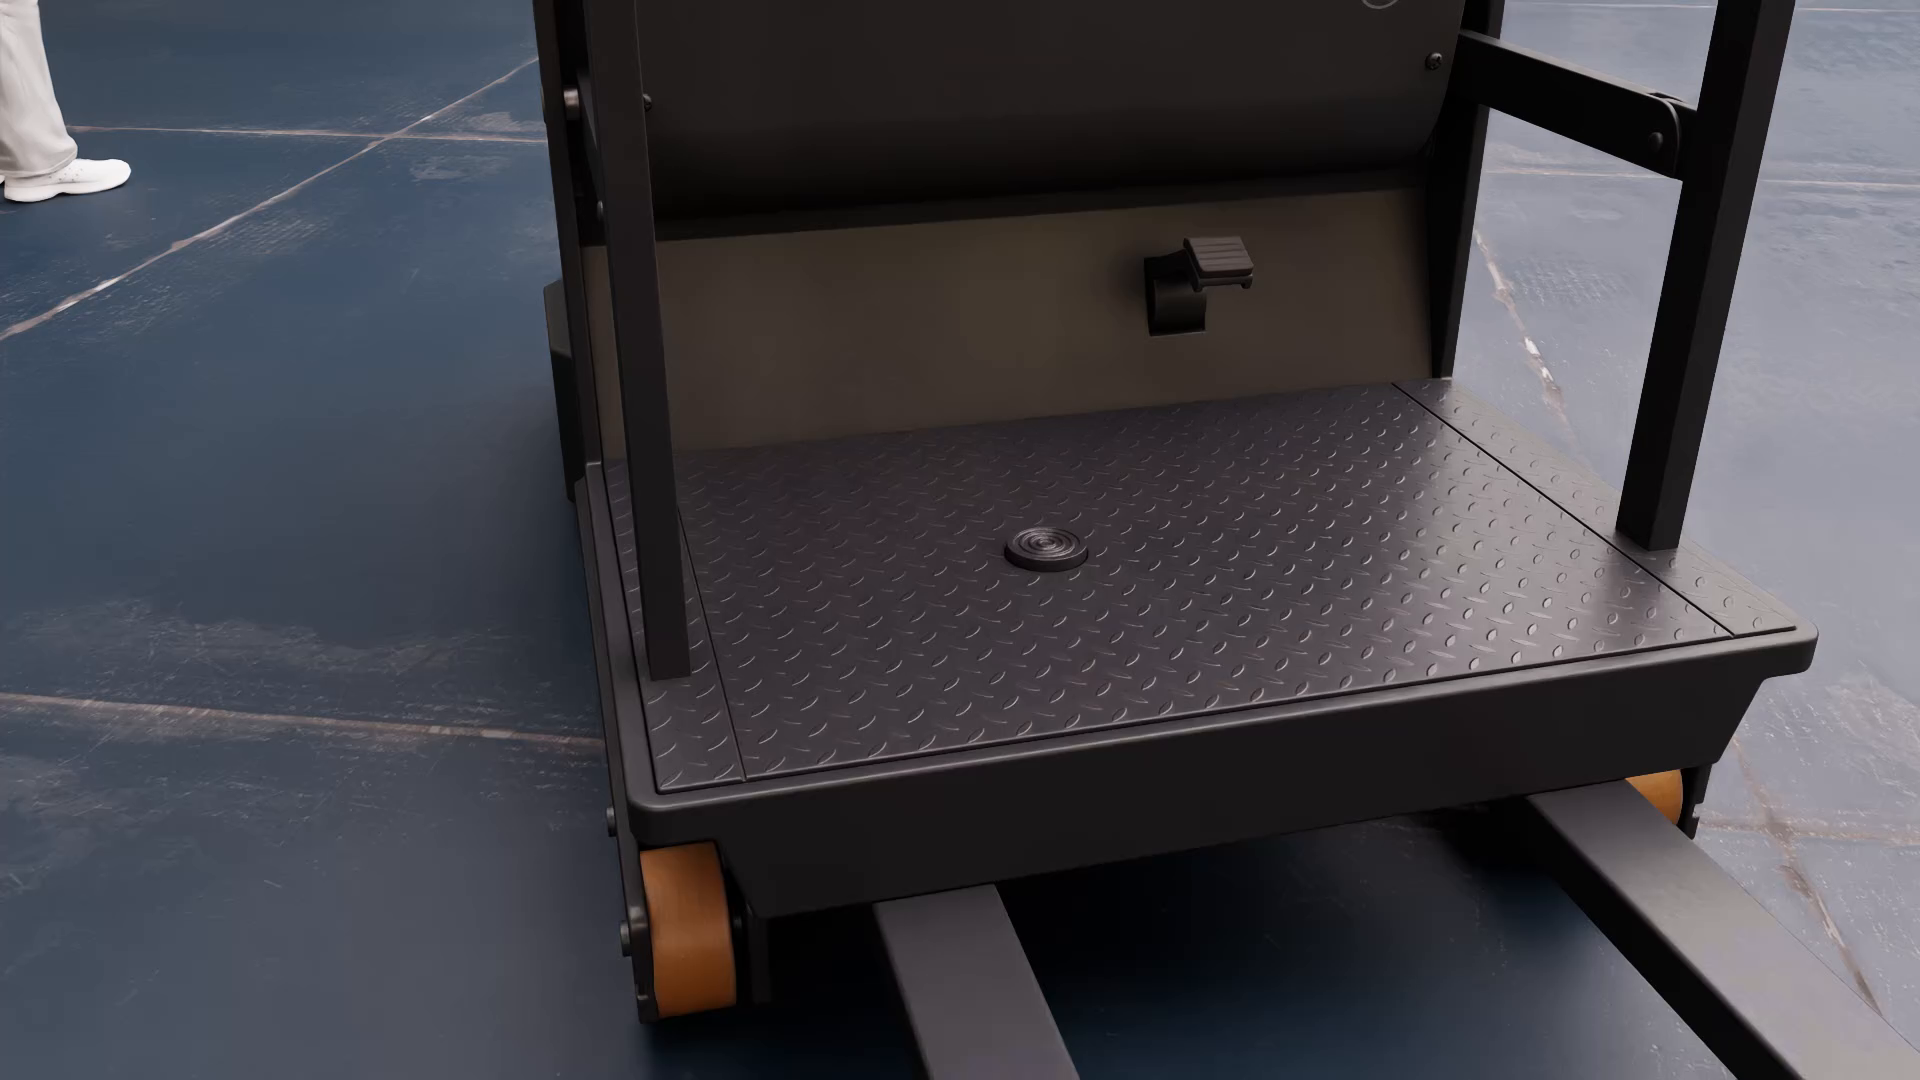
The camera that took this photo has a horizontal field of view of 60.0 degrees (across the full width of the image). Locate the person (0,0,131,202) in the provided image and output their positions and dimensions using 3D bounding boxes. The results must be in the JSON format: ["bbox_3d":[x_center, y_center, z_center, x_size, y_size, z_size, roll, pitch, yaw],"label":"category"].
[{"bbox_3d":[-2.445,-1.666,3.969,0.434,1.672,0.375,15,30,27],"label":"person"}]

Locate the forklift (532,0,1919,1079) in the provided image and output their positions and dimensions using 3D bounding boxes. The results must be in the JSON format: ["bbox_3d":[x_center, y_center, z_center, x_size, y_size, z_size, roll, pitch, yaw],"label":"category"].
[{"bbox_3d":[0.153,-1.049,1.319,1.130,2.935,3.031,-7,27,-13],"label":"forklift"}]
